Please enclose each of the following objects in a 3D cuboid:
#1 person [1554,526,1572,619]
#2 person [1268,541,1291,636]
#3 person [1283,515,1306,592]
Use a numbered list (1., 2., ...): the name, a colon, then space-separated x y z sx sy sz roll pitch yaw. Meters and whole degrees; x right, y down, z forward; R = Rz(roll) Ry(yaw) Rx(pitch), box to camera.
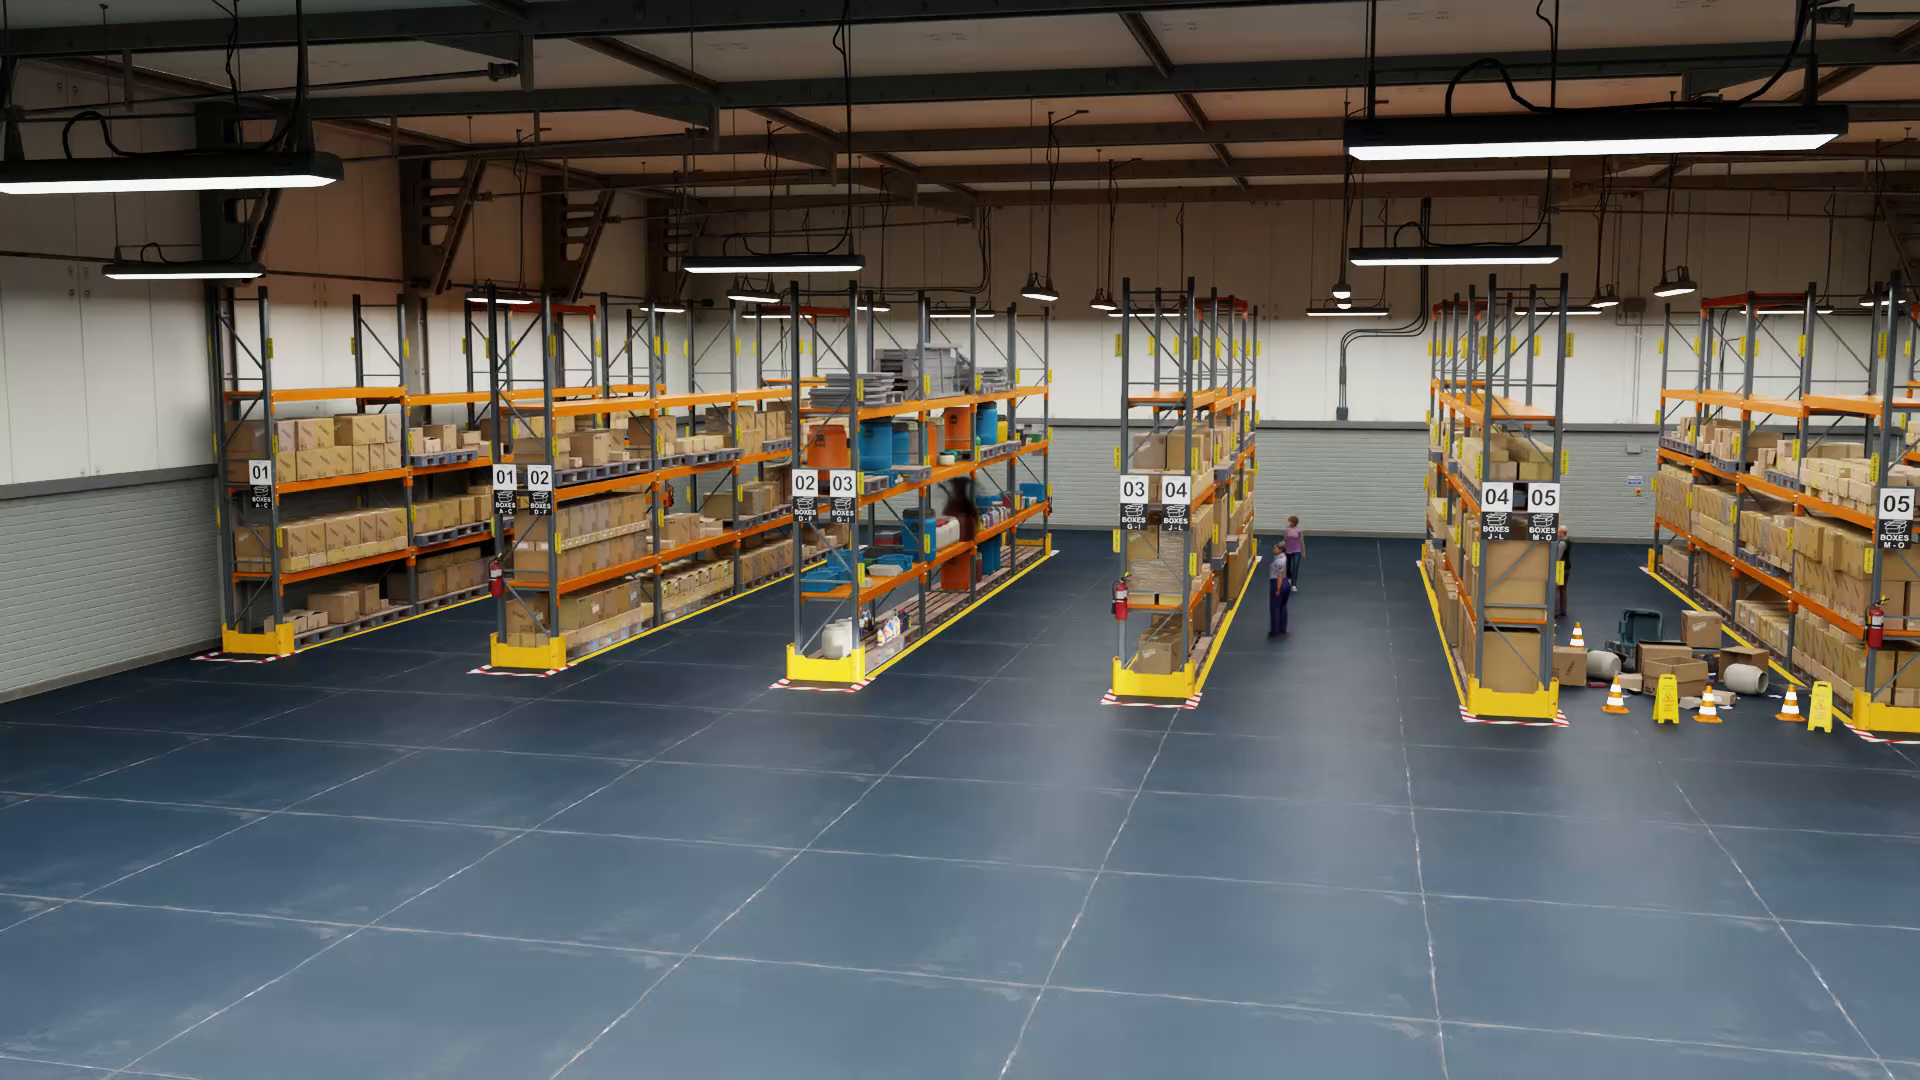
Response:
1. person: 11.176 0.597 31.066 0.580 1.744 0.446 -5 8 -39
2. person: 5.564 0.847 29.131 0.395 1.661 0.487 5 8 34
3. person: 6.941 0.254 34.569 0.497 1.557 0.818 1 7 11
